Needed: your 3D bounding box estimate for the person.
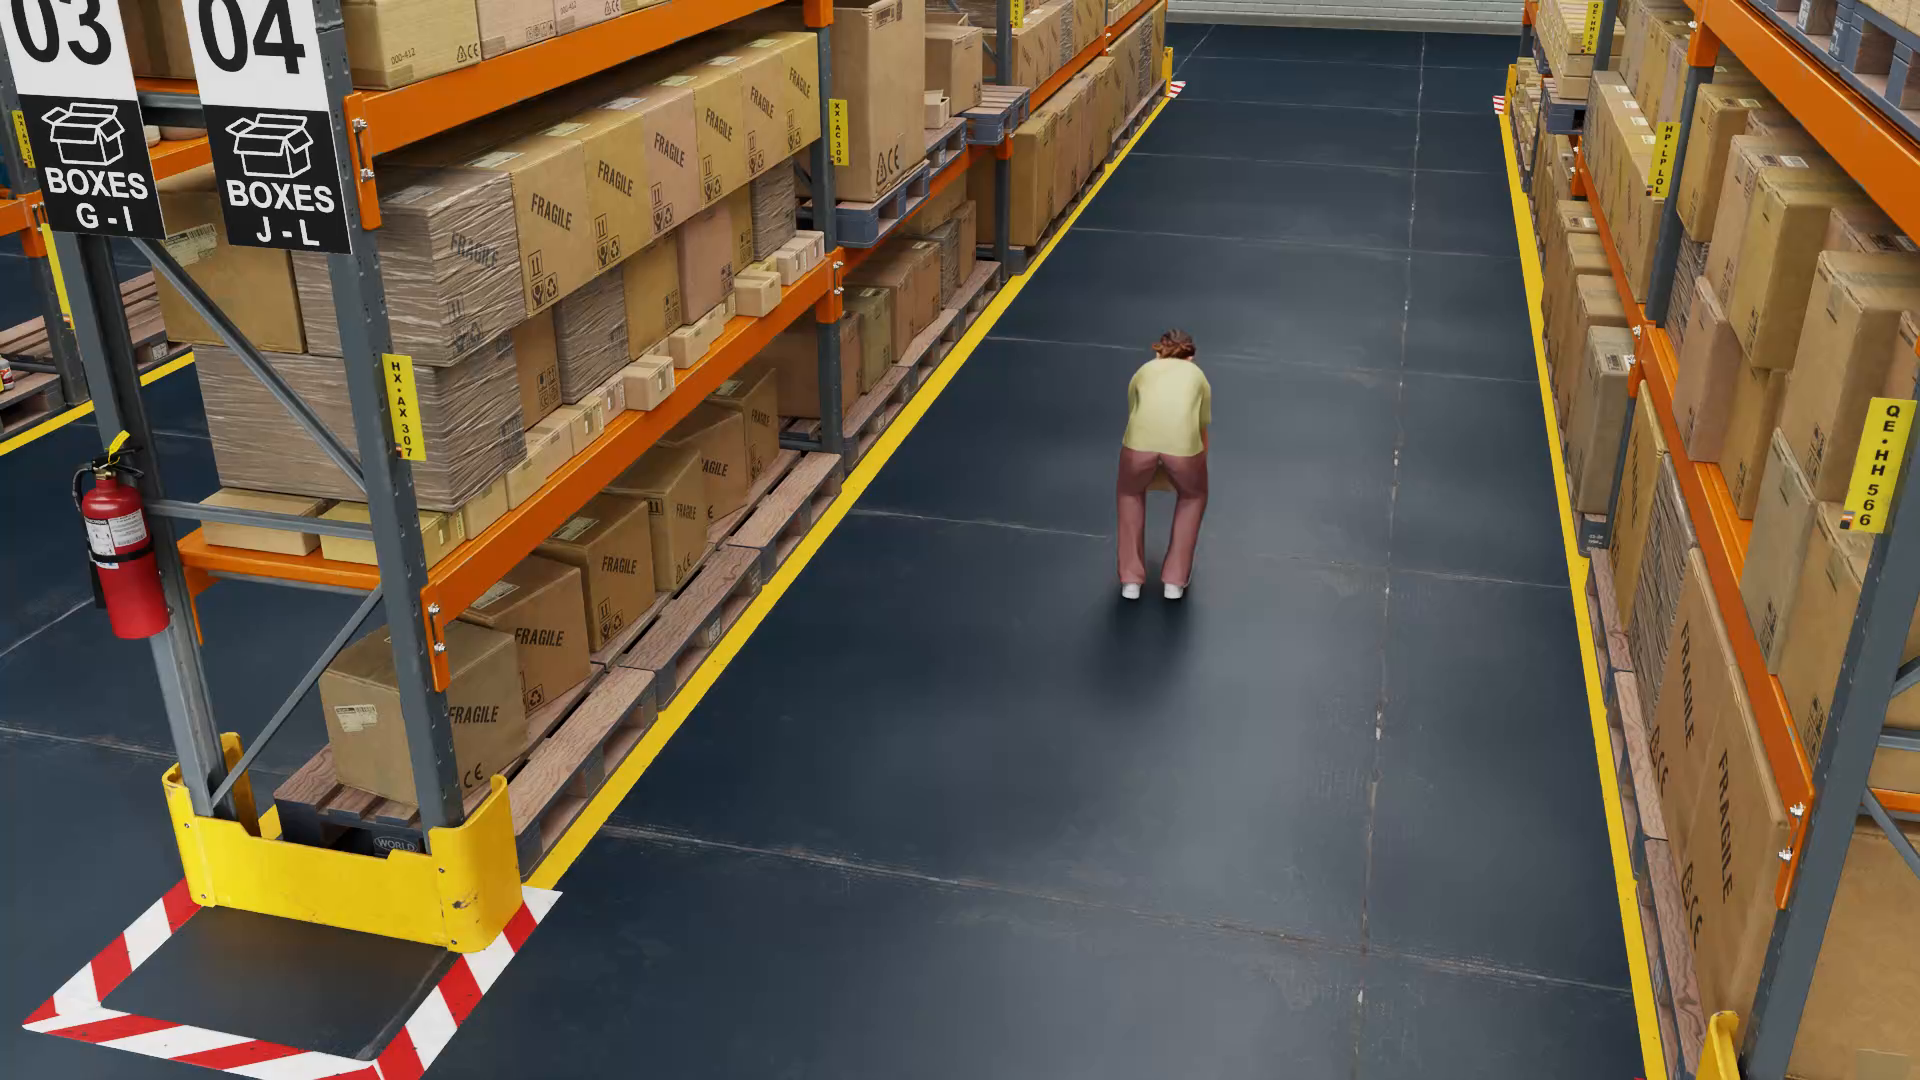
[{"bbox_3d":[0.982,-0.361,7.970,0.435,1.162,0.849,5,26,11],"label":"person"}]
